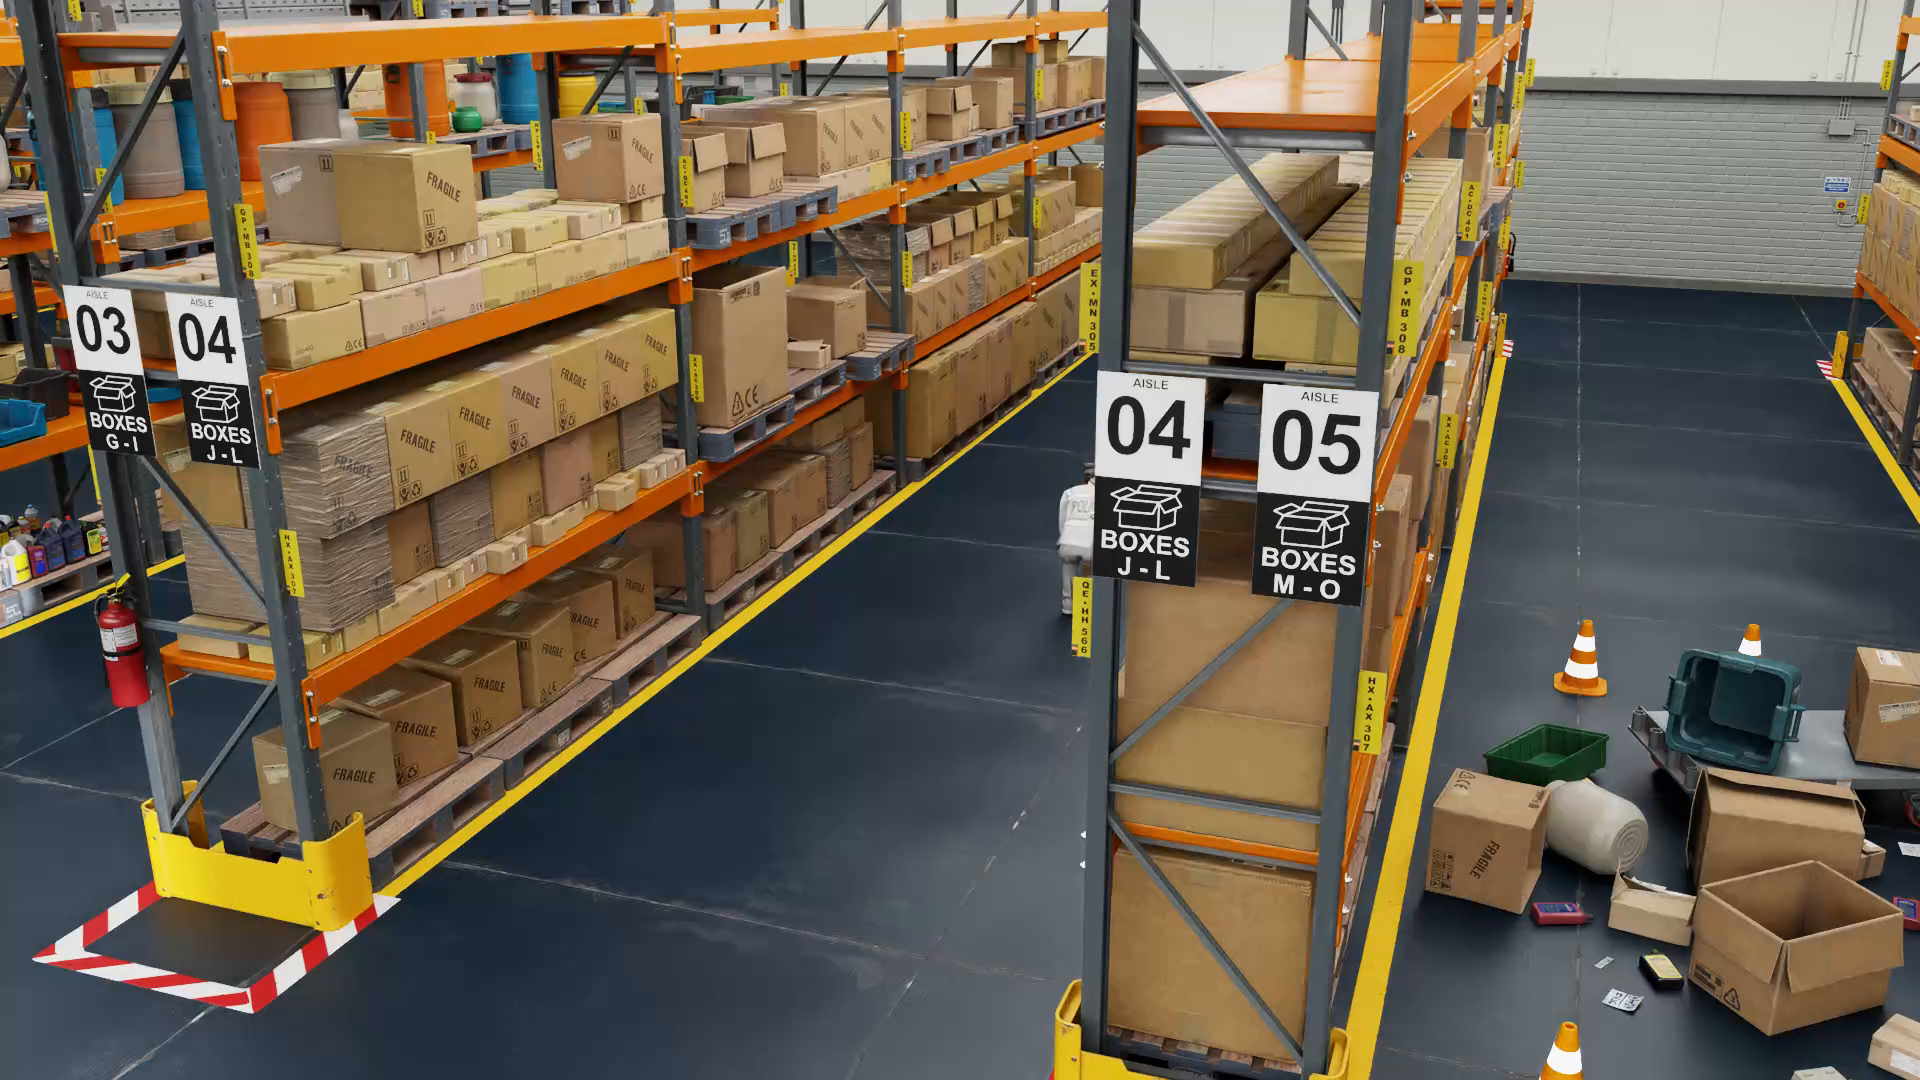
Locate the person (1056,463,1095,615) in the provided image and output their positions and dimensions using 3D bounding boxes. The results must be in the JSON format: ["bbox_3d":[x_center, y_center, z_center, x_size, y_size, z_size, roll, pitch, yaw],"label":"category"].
[{"bbox_3d":[0.954,-0.001,12.488,0.505,1.075,0.826,6,20,18],"label":"person"}]
